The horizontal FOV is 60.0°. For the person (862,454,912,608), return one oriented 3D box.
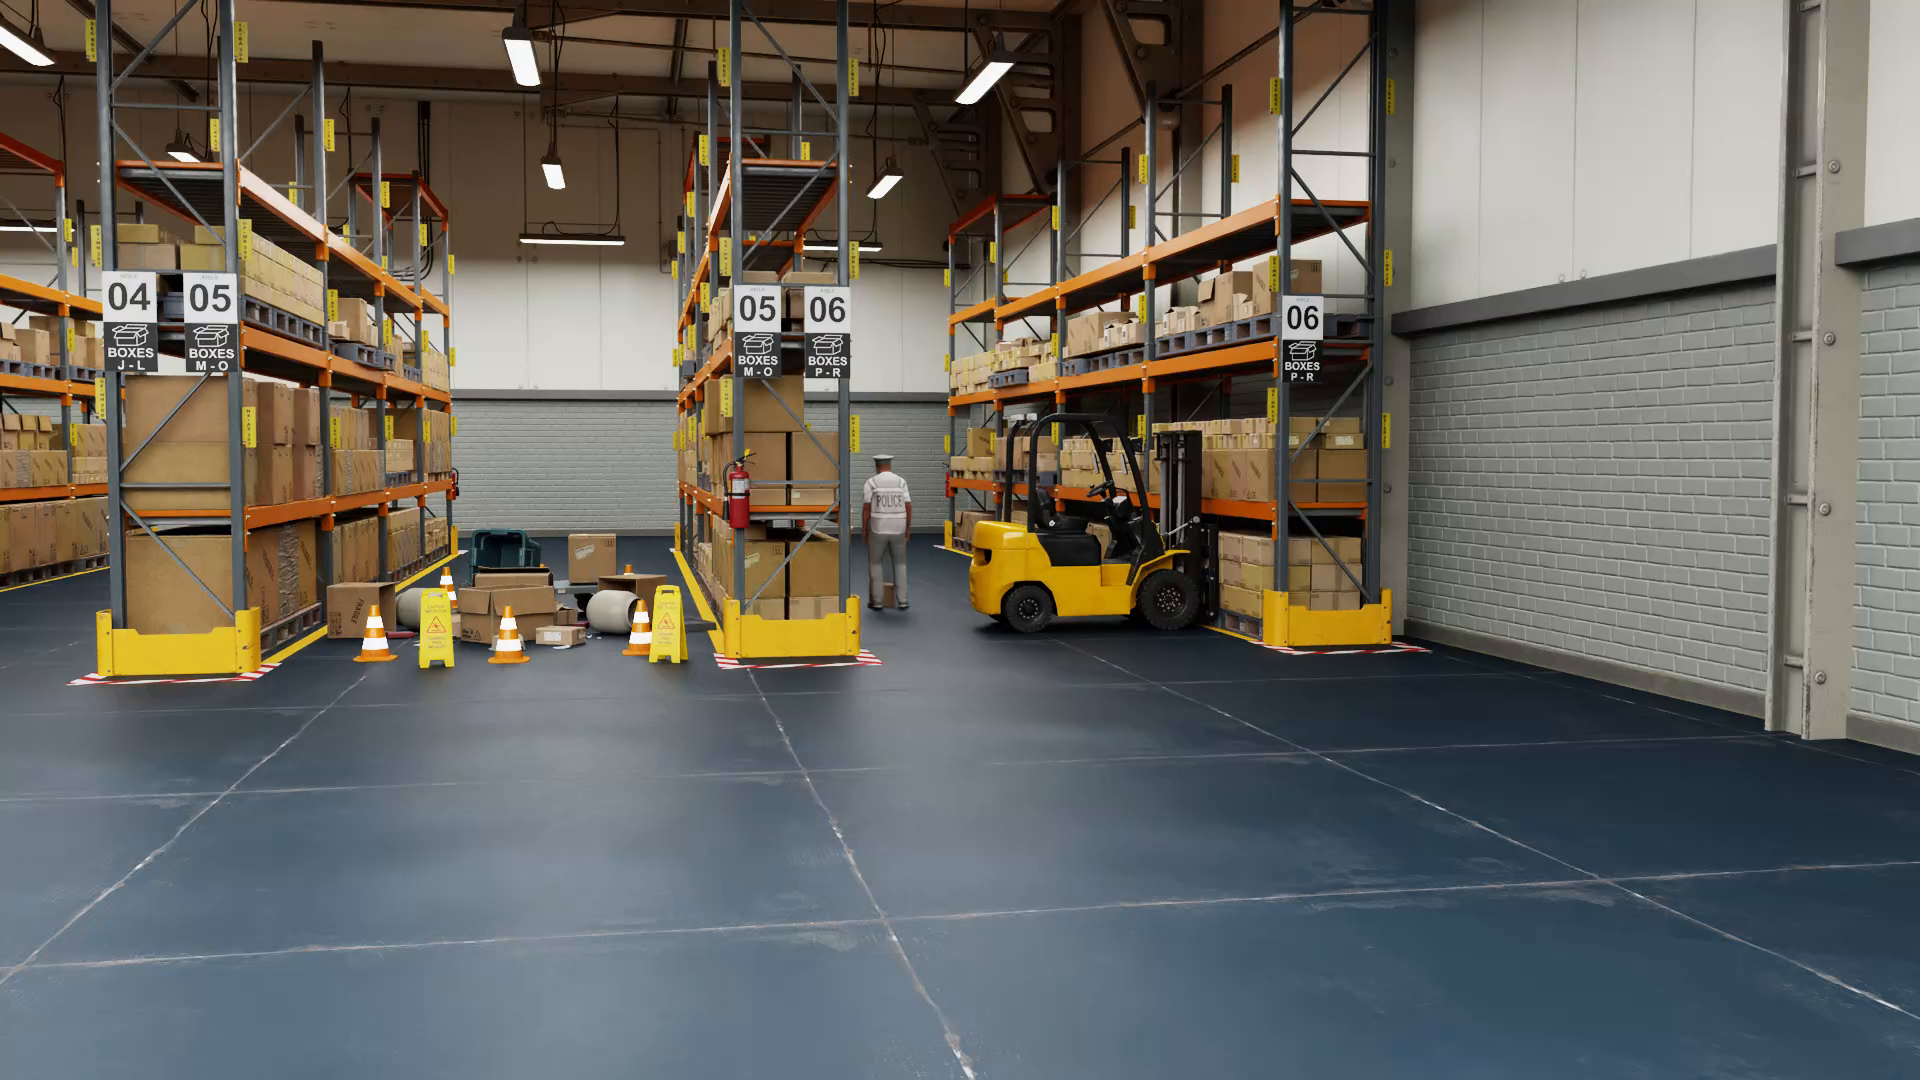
[{"bbox_3d":[-0.833,-0.098,18.909,0.582,1.747,0.435,-1,3,-15],"label":"person"}]
